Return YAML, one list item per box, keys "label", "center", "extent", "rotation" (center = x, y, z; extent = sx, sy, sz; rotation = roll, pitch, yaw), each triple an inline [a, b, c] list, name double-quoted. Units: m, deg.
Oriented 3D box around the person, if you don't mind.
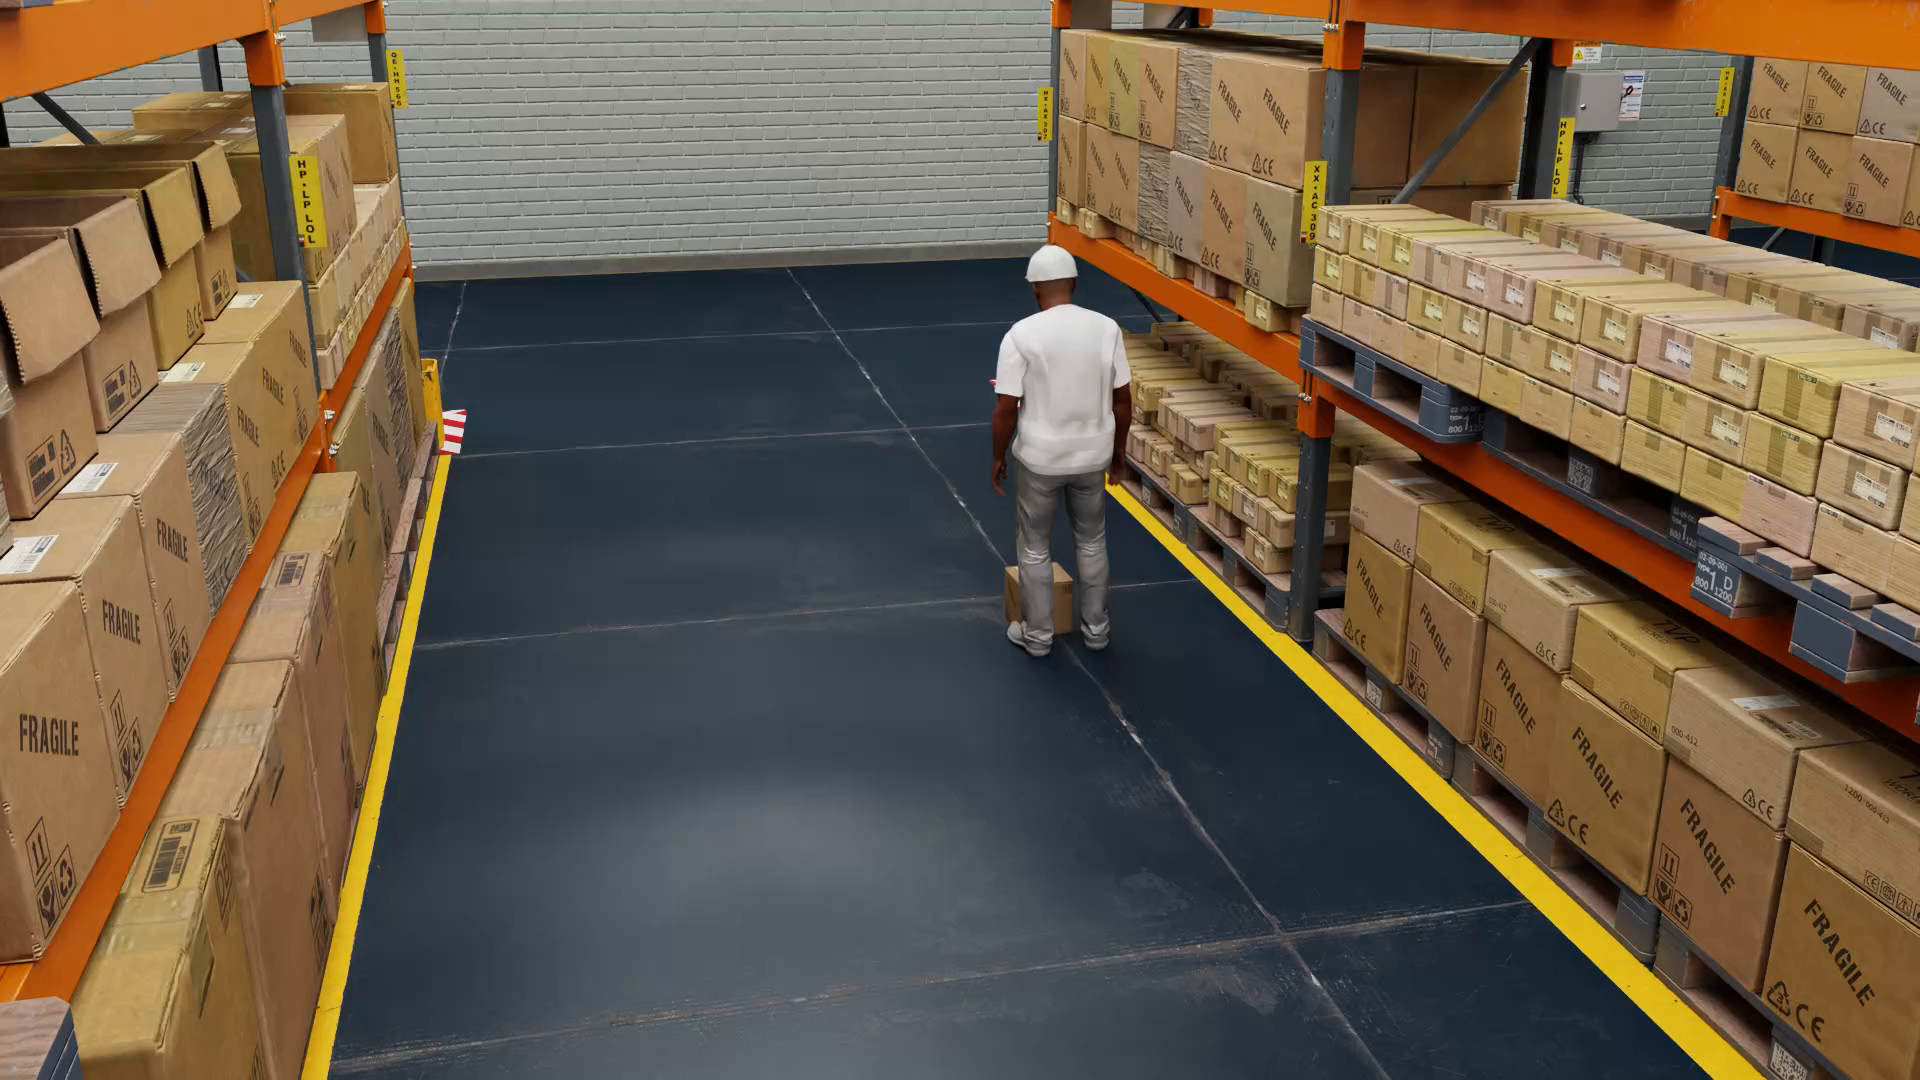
- label: "person"
  center: [0.421, -0.367, 7.081]
  extent: [0.621, 1.759, 0.461]
  rotation: [-5, 20, -15]
